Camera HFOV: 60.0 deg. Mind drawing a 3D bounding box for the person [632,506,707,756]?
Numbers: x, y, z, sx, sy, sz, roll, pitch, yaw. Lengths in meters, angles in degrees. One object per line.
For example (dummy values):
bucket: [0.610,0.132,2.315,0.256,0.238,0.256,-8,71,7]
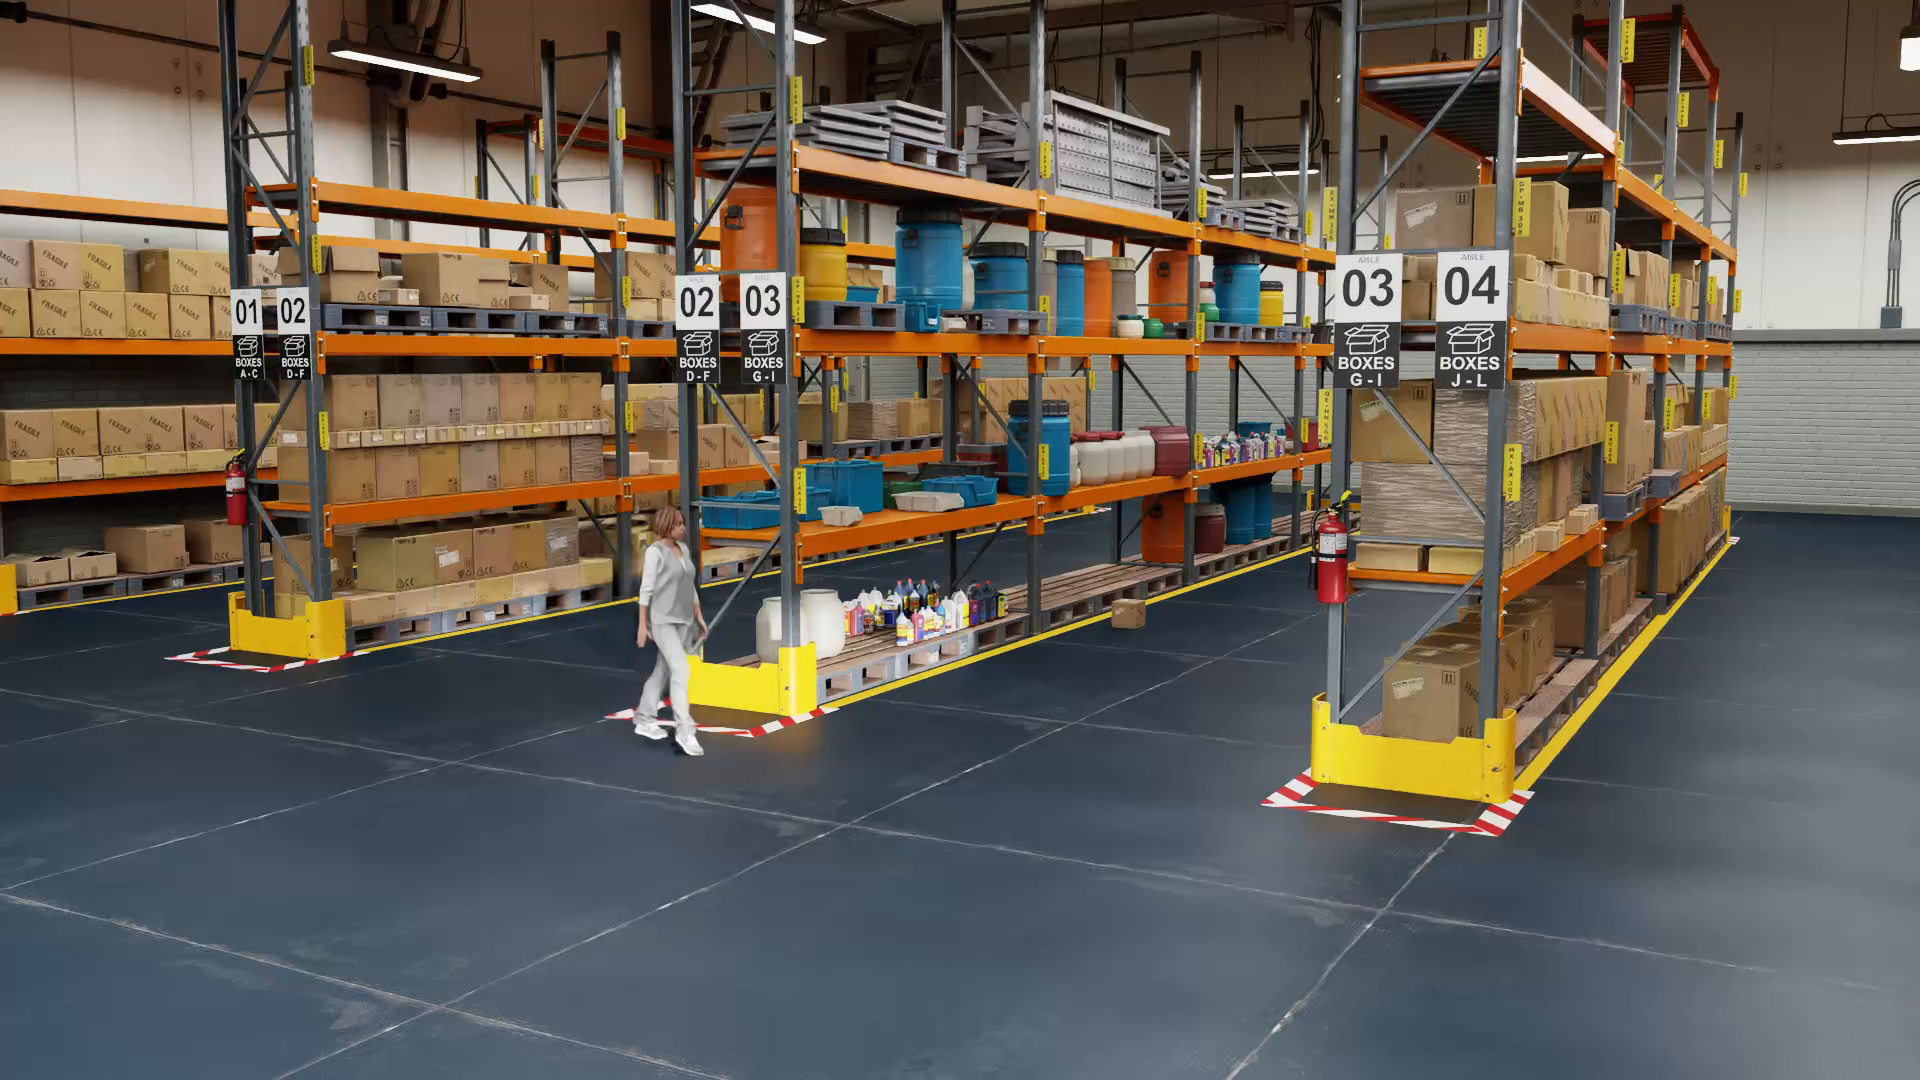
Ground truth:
person: [-1.912,0.585,11.131,0.673,1.622,0.459,3,7,26]
